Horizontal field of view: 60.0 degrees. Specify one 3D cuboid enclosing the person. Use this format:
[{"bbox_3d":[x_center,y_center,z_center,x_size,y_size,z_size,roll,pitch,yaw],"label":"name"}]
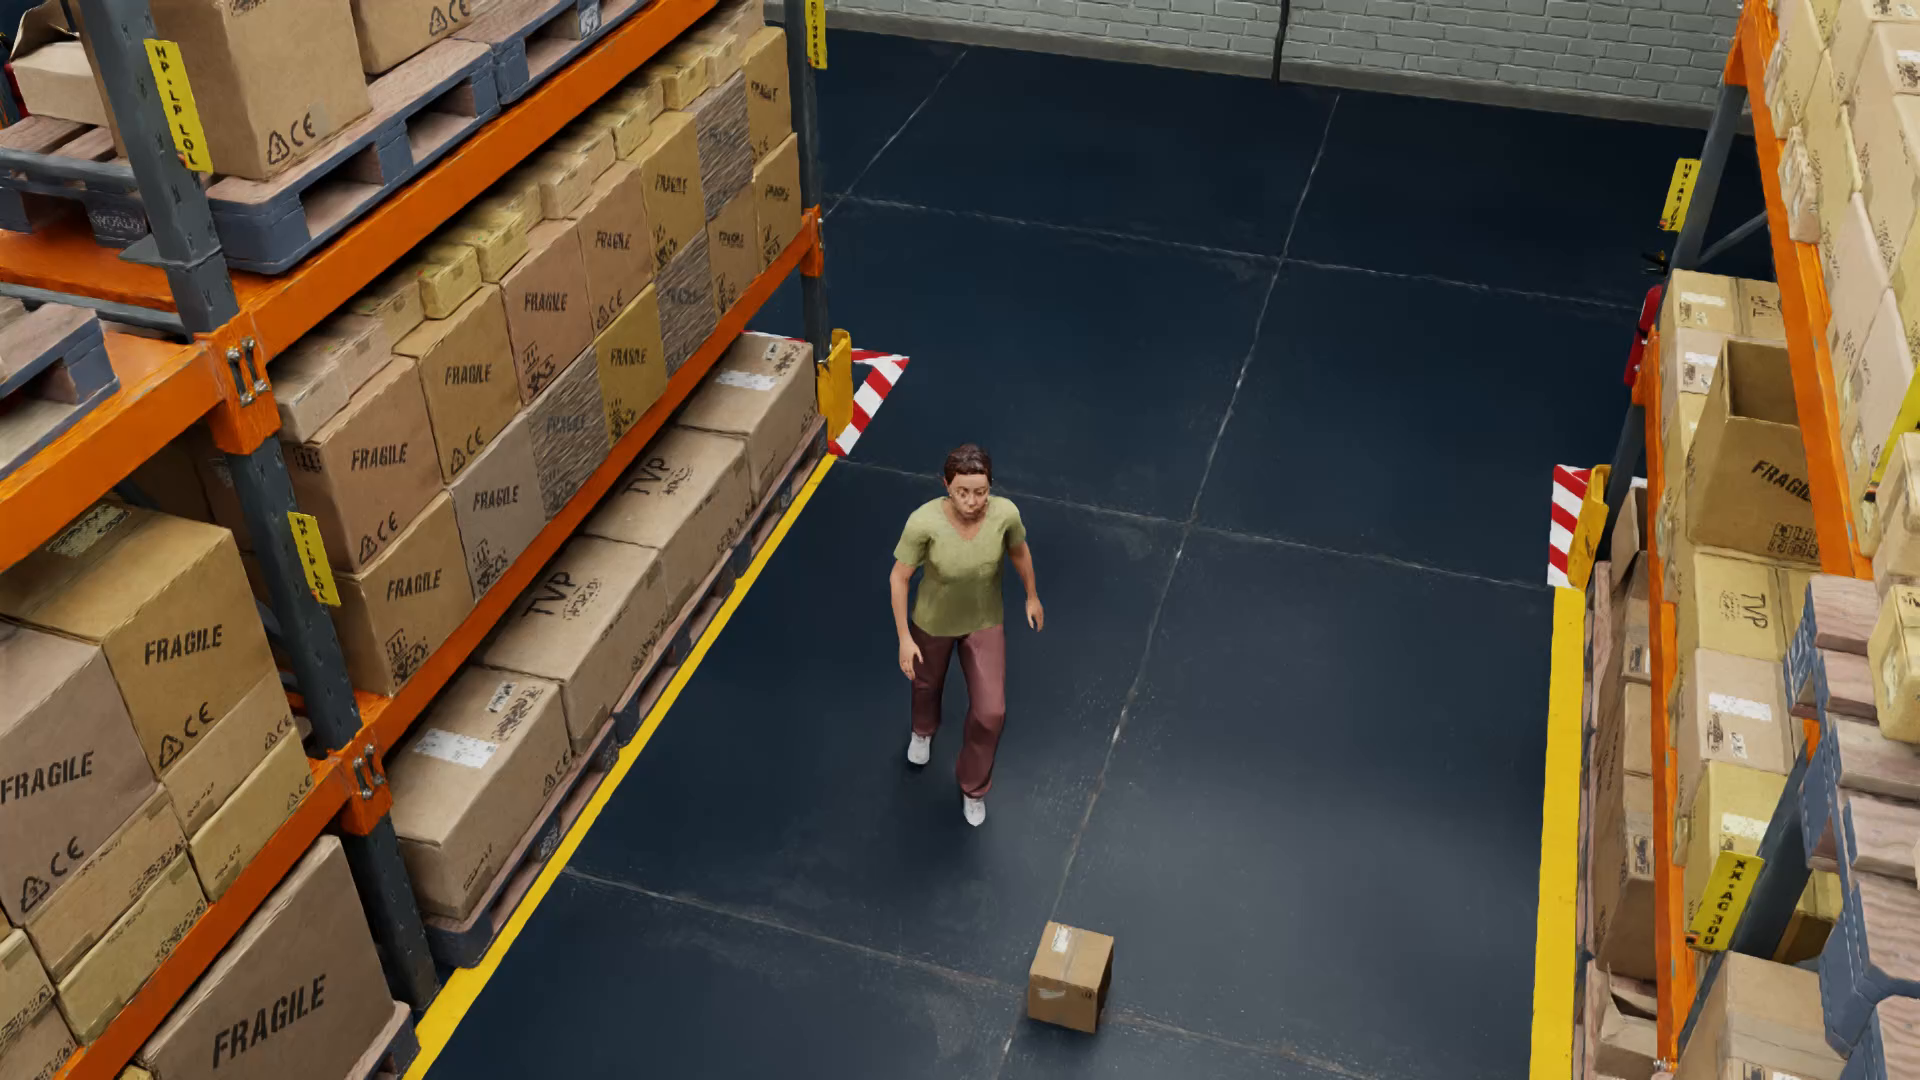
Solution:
[{"bbox_3d":[0.036,0.338,6.502,0.618,1.710,0.649,-5,37,-6],"label":"person"}]
